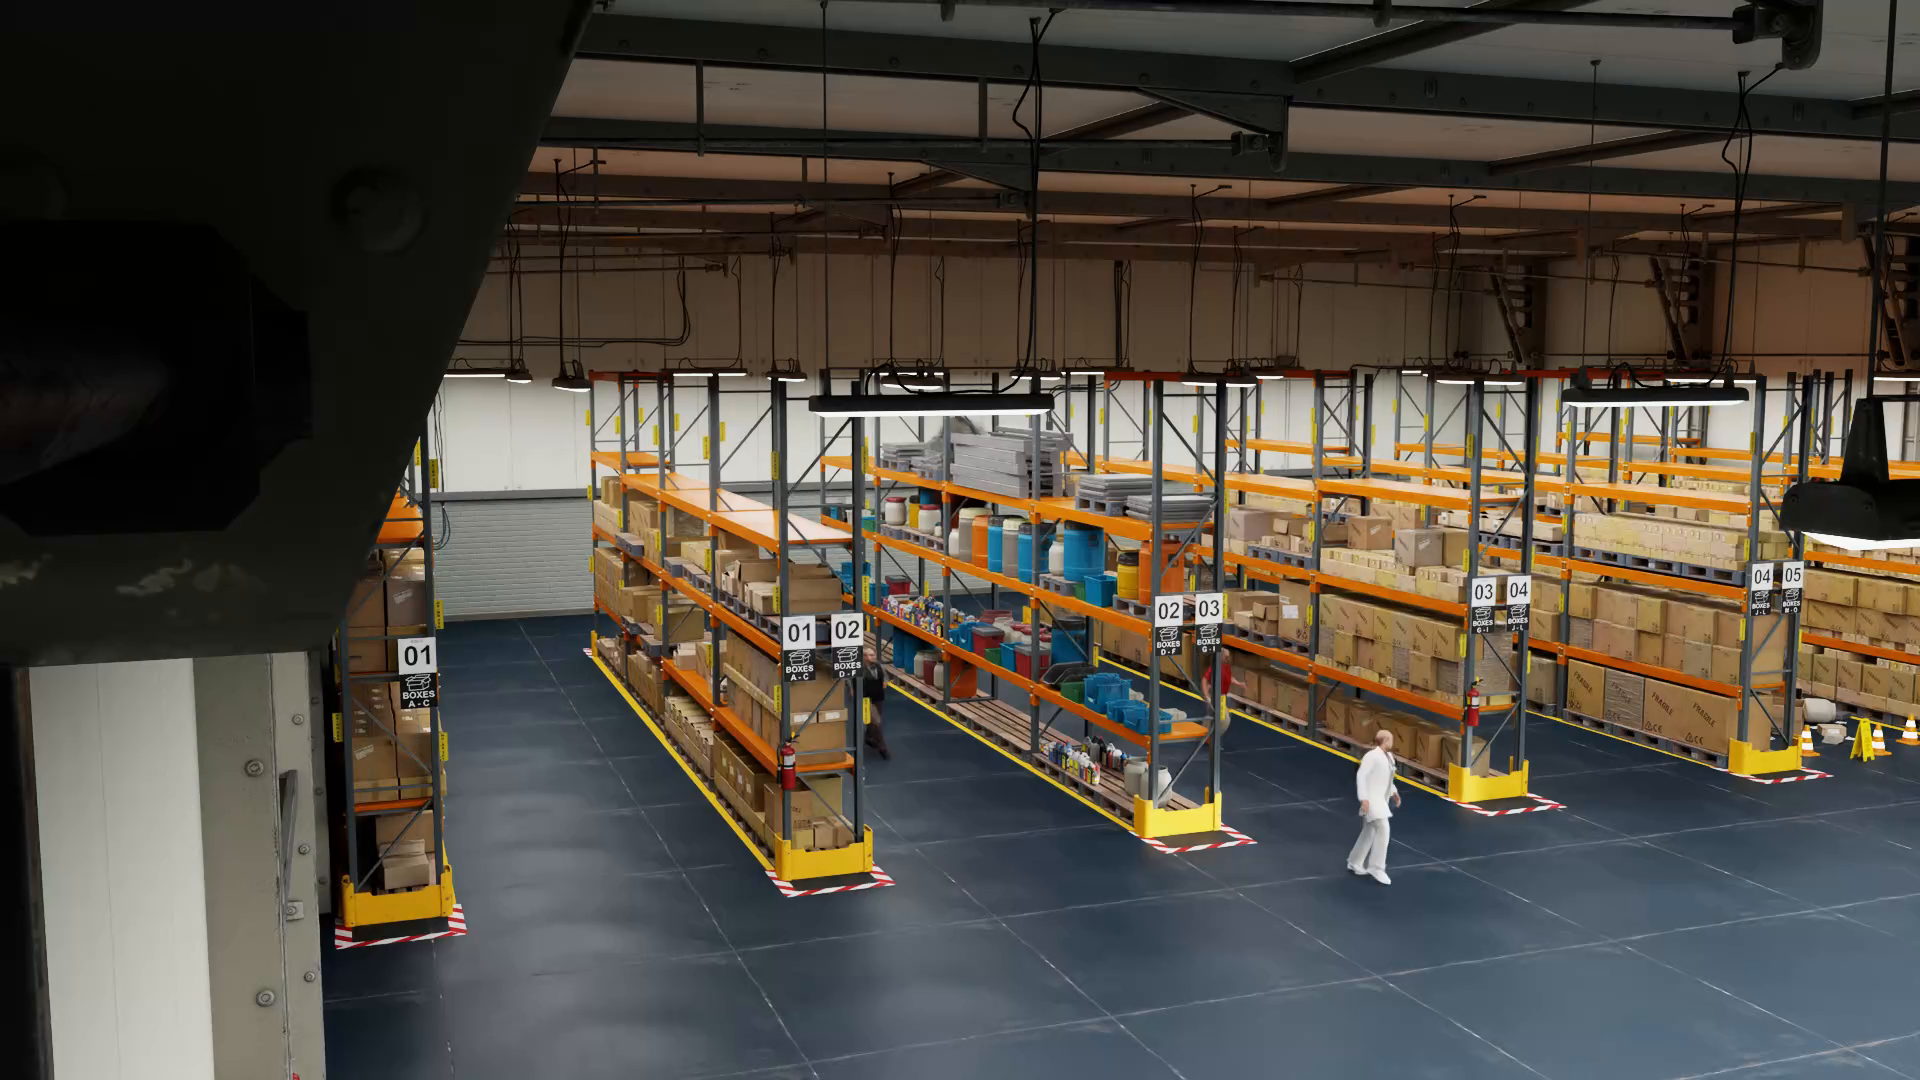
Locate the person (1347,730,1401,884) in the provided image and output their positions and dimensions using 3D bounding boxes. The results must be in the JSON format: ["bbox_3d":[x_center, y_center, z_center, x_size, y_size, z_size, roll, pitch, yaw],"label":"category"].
[{"bbox_3d":[5.076,3.194,20.216,0.667,1.754,0.775,5,8,37],"label":"person"}]

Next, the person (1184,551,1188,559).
[{"bbox_3d":[5.240,0.991,40.242,0.747,1.760,0.687,1,6,9],"label":"person"}]

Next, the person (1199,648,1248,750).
[{"bbox_3d":[4.206,2.564,26.772,0.824,1.701,0.688,3,7,23],"label":"person"}]

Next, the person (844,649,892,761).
[{"bbox_3d":[-1.423,2.570,26.114,0.718,1.765,0.799,-5,8,-39],"label":"person"}]
